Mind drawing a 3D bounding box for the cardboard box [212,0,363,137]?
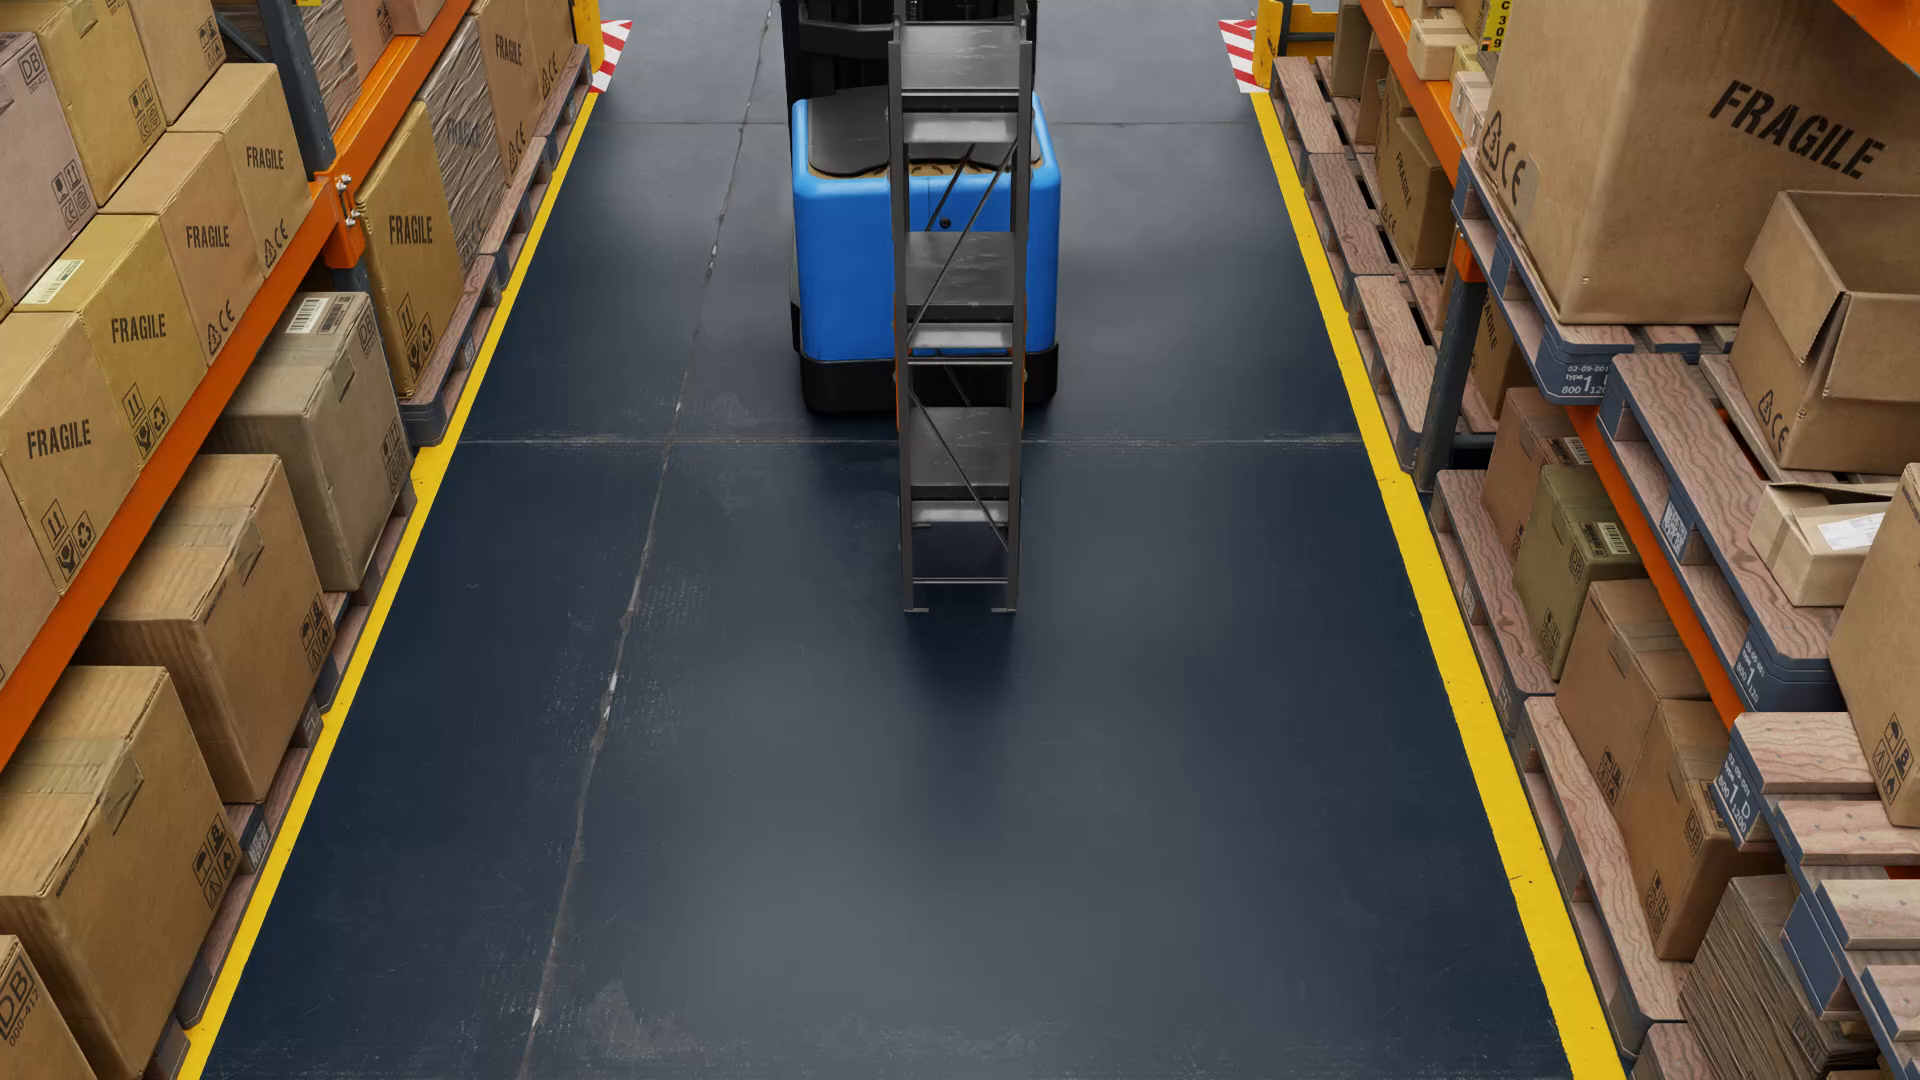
[{"bbox_3d":[-2.688,-1.734,5.895,0.875,0.550,0.550,0,39,0],"label":"cardboard box"}]

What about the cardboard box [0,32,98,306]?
[{"bbox_3d":[-2.666,-0.925,4.127,0.700,0.500,0.500,0,39,0],"label":"cardboard box"}]

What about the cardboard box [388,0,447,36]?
[{"bbox_3d":[-2.594,-2.415,6.745,0.875,0.550,0.550,0,39,0],"label":"cardboard box"}]

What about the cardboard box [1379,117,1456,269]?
[{"bbox_3d":[2.236,-1.570,7.473,0.500,0.500,0.500,-3,39,-4],"label":"cardboard box"}]

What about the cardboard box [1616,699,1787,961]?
[{"bbox_3d":[2.247,0.800,4.500,0.700,0.500,0.500,3,39,4],"label":"cardboard box"}]

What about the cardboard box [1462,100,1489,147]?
[{"bbox_3d":[1.990,-1.421,5.825,0.380,0.149,0.250,0,39,0],"label":"cardboard box"}]

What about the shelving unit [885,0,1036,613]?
[{"bbox_3d":[0.000,-0.716,5.464,0.431,2.100,0.503,0,39,0],"label":"shelving unit"}]

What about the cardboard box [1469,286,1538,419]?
[{"bbox_3d":[2.324,-0.823,6.542,0.500,0.500,0.500,-1,39,-1],"label":"cardboard box"}]

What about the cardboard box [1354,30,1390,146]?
[{"bbox_3d":[2.299,-2.310,8.397,0.500,0.500,0.500,10,40,12],"label":"cardboard box"}]

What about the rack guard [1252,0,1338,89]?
[{"bbox_3d":[2.280,-2.863,9.423,1.175,0.500,0.348,0,39,0],"label":"rack guard"}]

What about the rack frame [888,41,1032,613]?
[{"bbox_3d":[0.000,-0.563,5.274,0.400,2.100,0.015,0,39,0],"label":"rack frame"}]

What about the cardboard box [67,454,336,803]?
[{"bbox_3d":[-2.588,0.261,4.989,1.050,0.750,0.750,0,39,0],"label":"cardboard box"}]

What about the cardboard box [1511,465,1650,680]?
[{"bbox_3d":[2.245,0.101,5.372,0.700,0.500,0.500,0,39,0],"label":"cardboard box"}]

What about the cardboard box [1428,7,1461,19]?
[{"bbox_3d":[2.079,-2.046,6.606,0.380,0.149,0.250,0,39,0],"label":"cardboard box"}]

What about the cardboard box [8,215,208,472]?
[{"bbox_3d":[-2.407,-0.525,4.427,0.500,0.500,0.500,0,39,0],"label":"cardboard box"}]

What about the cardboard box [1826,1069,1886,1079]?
[{"bbox_3d":[2.268,1.501,3.625,0.700,0.500,0.500,-2,39,-2],"label":"cardboard box"}]

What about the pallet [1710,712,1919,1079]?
[{"bbox_3d":[2.182,0.746,3.074,1.213,0.211,1.003,0,39,0],"label":"pallet"}]

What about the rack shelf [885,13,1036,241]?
[{"bbox_3d":[0.000,-1.251,5.035,0.431,0.518,0.480,0,39,0],"label":"rack shelf"}]

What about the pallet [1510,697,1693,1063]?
[{"bbox_3d":[2.291,0.955,4.889,1.003,0.211,1.213,0,39,0],"label":"pallet"}]

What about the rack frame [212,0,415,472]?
[{"bbox_3d":[-2.676,-1.444,5.654,1.000,3.000,0.127,0,39,0],"label":"rack frame"}]

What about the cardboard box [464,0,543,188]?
[{"bbox_3d":[-2.610,-2.306,8.092,0.875,0.875,0.875,-1,39,-1],"label":"cardboard box"}]

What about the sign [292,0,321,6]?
[{"bbox_3d":[-2.133,-1.872,5.324,0.100,0.325,0.005,0,39,0],"label":"sign"}]

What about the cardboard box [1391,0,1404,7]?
[{"bbox_3d":[2.003,-2.359,6.996,0.380,0.149,0.250,0,39,0],"label":"cardboard box"}]

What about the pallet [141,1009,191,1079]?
[{"bbox_3d":[-2.597,1.652,4.020,1.003,0.211,1.213,0,39,0],"label":"pallet"}]

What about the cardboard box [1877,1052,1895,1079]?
[{"bbox_3d":[2.258,1.209,3.390,0.500,0.250,0.500,1,39,2],"label":"cardboard box"}]

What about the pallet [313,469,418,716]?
[{"bbox_3d":[-2.600,0.126,5.924,1.003,0.211,1.213,0,39,0],"label":"pallet"}]

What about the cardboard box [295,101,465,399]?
[{"bbox_3d":[-2.607,-1.172,6.678,0.875,0.875,0.875,1,39,1],"label":"cardboard box"}]

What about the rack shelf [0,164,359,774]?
[{"bbox_3d":[-2.673,0.087,4.318,1.077,0.370,4.000,0,39,0],"label":"rack shelf"}]

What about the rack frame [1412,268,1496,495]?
[{"bbox_3d":[2.284,-1.385,5.579,1.000,3.000,0.127,0,39,0],"label":"rack frame"}]

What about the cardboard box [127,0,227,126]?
[{"bbox_3d":[-2.669,-1.563,4.922,0.700,0.500,0.500,-1,39,-1],"label":"cardboard box"}]

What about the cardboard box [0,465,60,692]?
[{"bbox_3d":[-2.405,0.104,3.642,0.500,0.500,0.500,0,39,0],"label":"cardboard box"}]

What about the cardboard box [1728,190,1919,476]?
[{"bbox_3d":[2.379,-0.505,4.063,0.797,0.503,0.637,4,39,5],"label":"cardboard box"}]

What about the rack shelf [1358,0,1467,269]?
[{"bbox_3d":[2.282,-2.355,7.365,1.077,0.370,4.000,0,39,0],"label":"rack shelf"}]

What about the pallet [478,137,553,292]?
[{"bbox_3d":[-2.603,-1.597,8.074,1.003,0.211,1.213,0,39,0],"label":"pallet"}]

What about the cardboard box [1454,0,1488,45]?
[{"bbox_3d":[2.380,-2.134,6.196,0.875,0.500,0.500,0,39,0],"label":"cardboard box"}]

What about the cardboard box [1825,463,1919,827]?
[{"bbox_3d":[2.148,0.227,3.152,0.700,0.500,0.500,5,39,7],"label":"cardboard box"}]

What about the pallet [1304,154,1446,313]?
[{"bbox_3d":[2.244,-1.481,7.930,1.003,0.211,1.213,0,39,0],"label":"pallet"}]

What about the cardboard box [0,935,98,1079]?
[{"bbox_3d":[-2.582,1.390,3.580,1.050,0.750,0.750,-1,39,-1],"label":"cardboard box"}]

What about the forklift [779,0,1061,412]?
[{"bbox_3d":[-0.236,-2.573,7.117,1.130,2.935,3.031,-3,39,-4],"label":"forklift"}]

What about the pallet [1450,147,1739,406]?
[{"bbox_3d":[2.140,-0.832,5.043,1.003,0.211,1.213,0,39,0],"label":"pallet"}]

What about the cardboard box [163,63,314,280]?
[{"bbox_3d":[-2.408,-1.157,5.215,0.500,0.500,0.500,0,39,0],"label":"cardboard box"}]

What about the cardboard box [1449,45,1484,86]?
[{"bbox_3d":[2.059,-1.734,6.216,0.380,0.149,0.250,0,39,0],"label":"cardboard box"}]

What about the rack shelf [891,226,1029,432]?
[{"bbox_3d":[0.000,-0.705,5.473,0.431,0.518,0.480,0,39,0],"label":"rack shelf"}]
